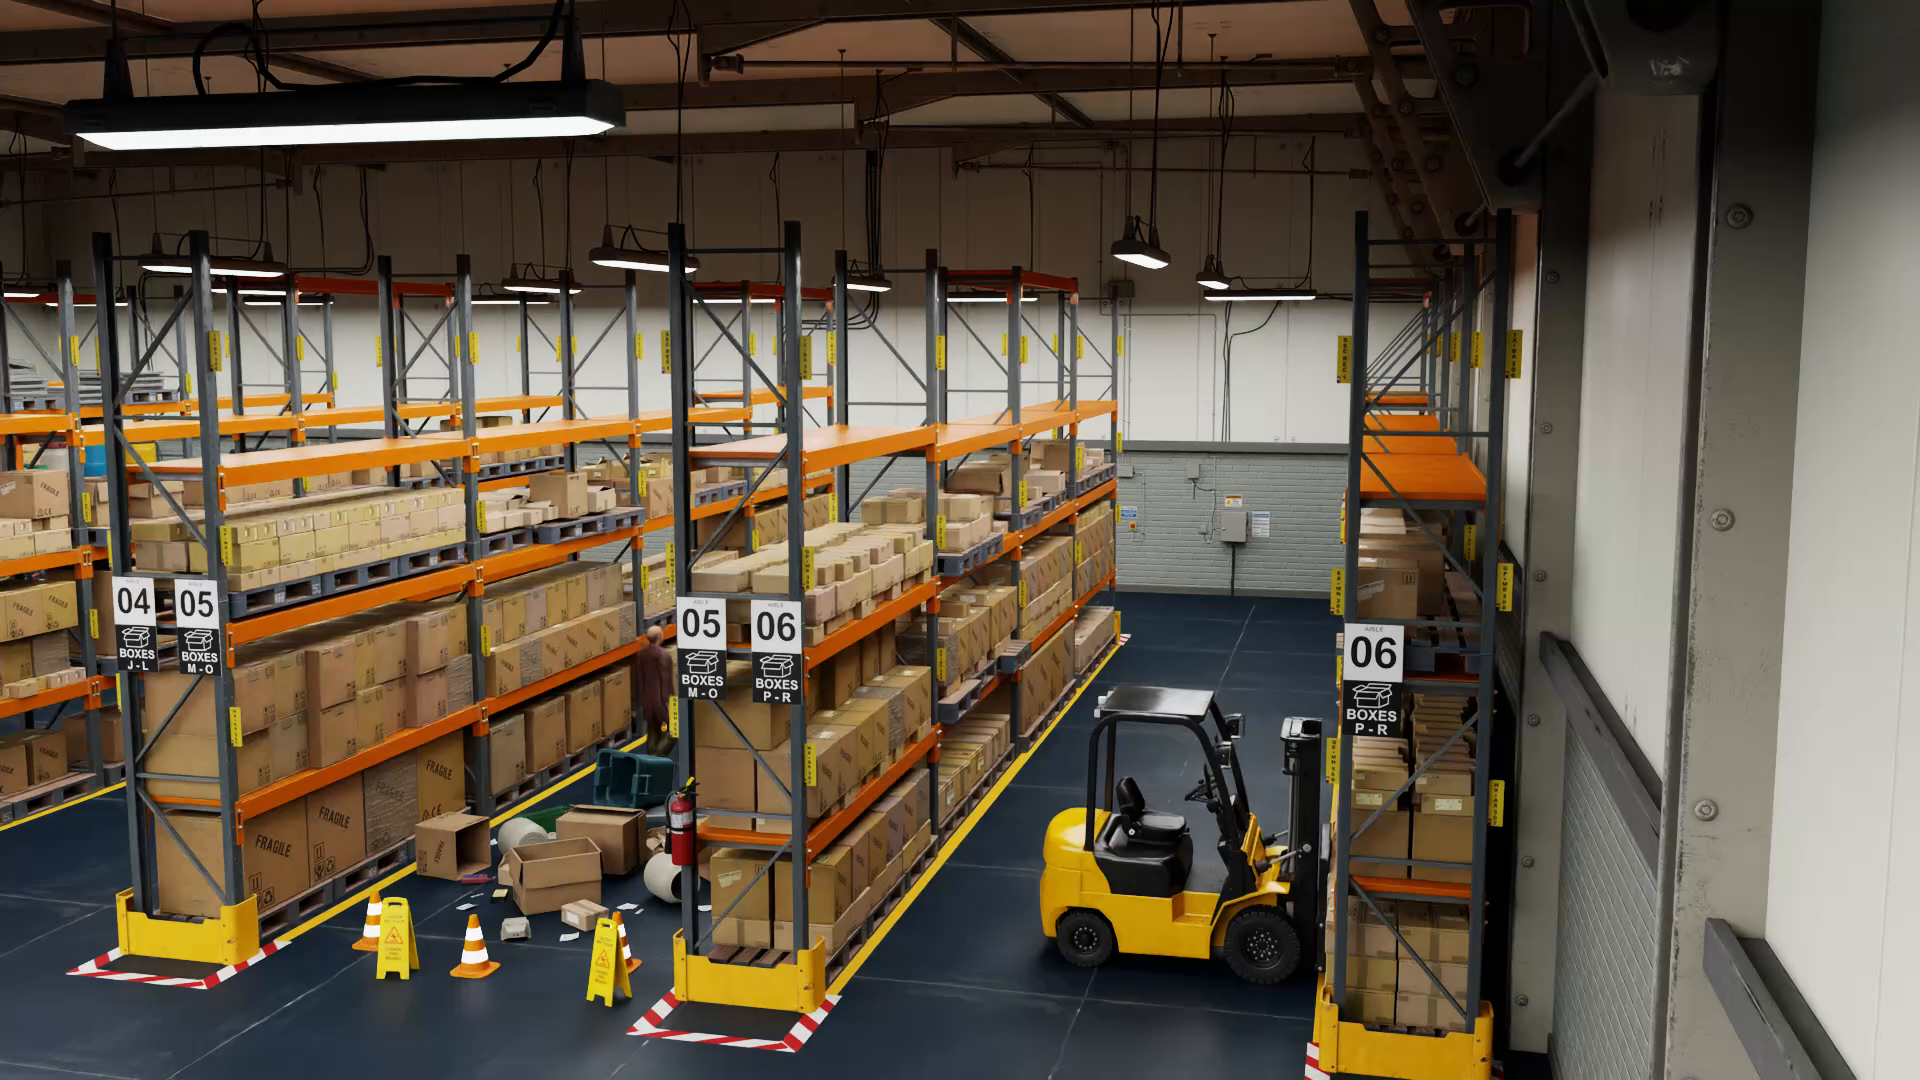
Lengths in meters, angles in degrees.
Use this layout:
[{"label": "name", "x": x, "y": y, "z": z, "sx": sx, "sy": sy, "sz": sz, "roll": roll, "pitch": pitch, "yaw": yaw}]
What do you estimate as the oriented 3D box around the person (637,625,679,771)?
[{"label": "person", "x": -3.586, "y": 1.902, "z": 19.600, "sx": 0.627, "sy": 1.762, "sz": 0.572, "roll": 3, "pitch": 8, "yaw": 24}]
